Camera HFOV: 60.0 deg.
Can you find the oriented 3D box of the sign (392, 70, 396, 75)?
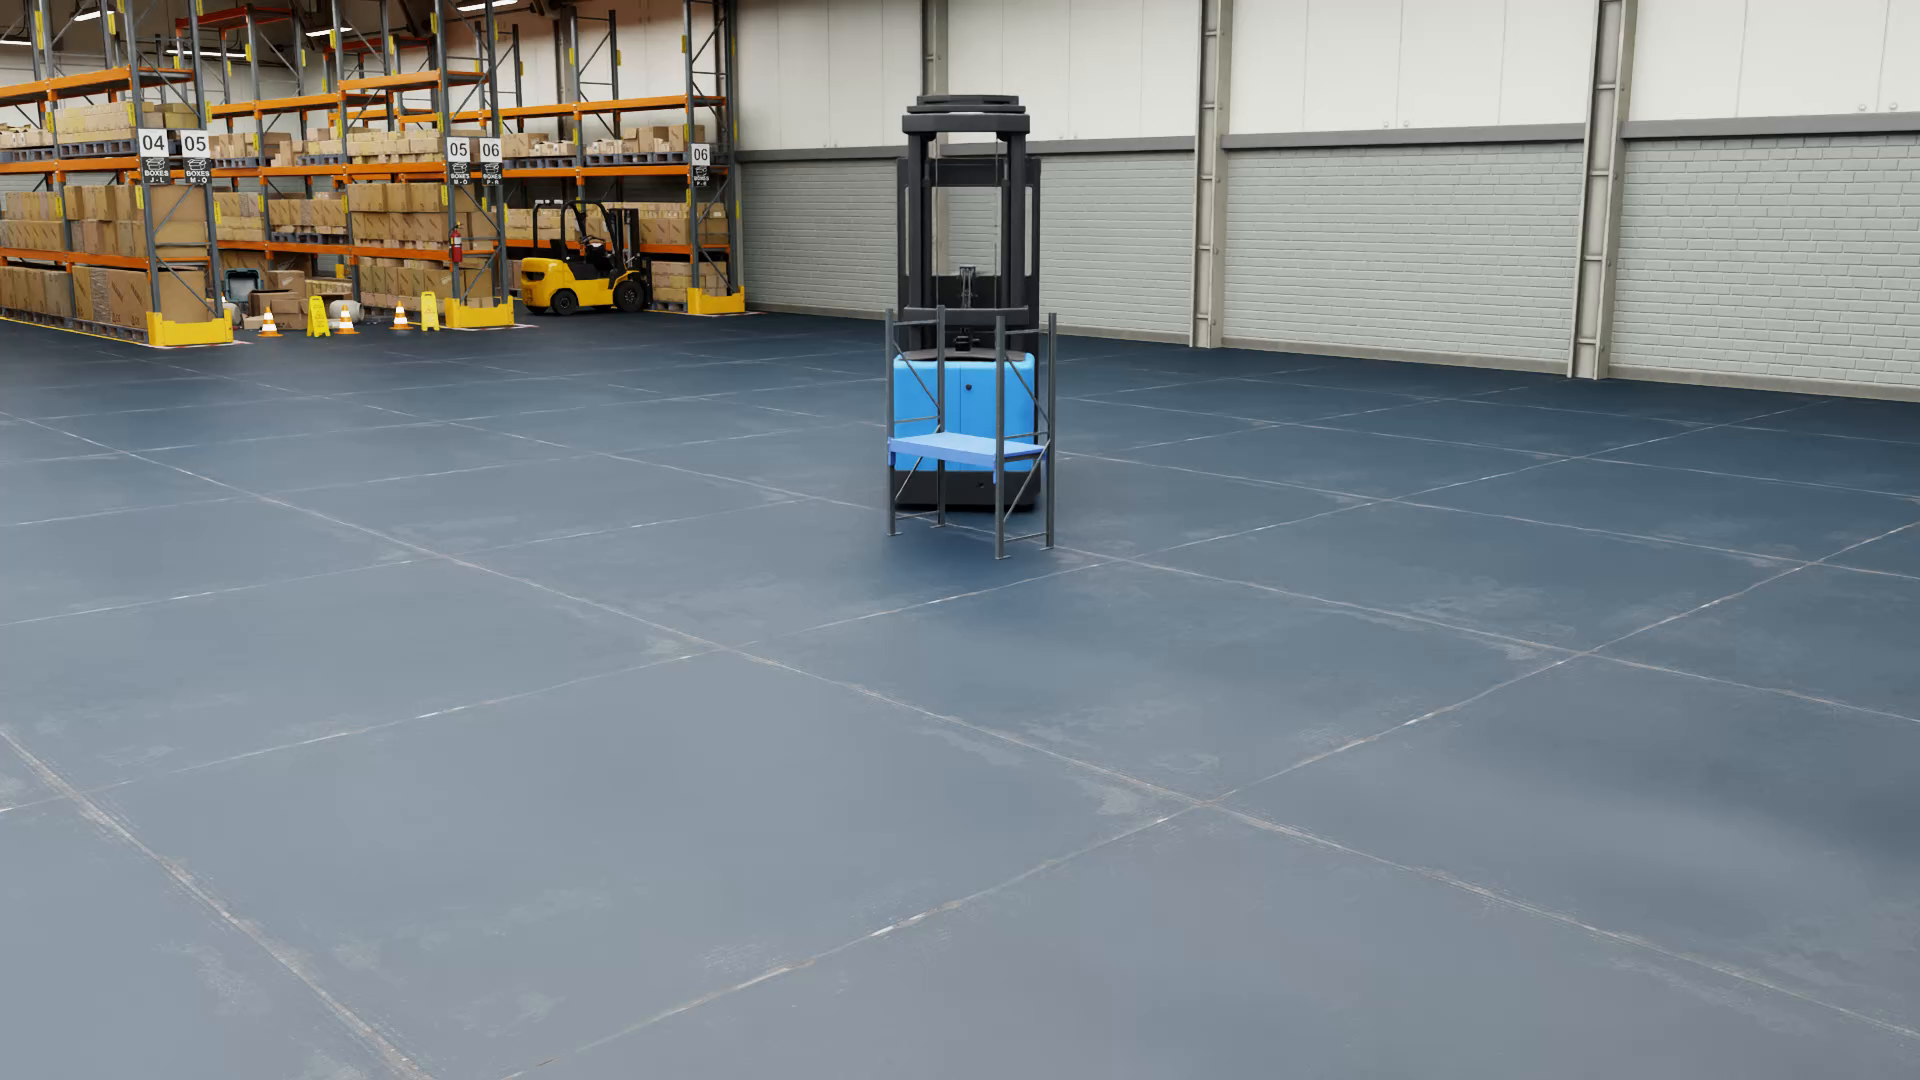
[{"bbox_3d":[-13.449,-11.015,39.566,0.100,0.325,0.005,-11,16,-43],"label":"sign"}]

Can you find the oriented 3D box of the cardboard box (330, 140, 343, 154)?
[{"bbox_3d":[-11.615,-7.460,31.587,0.500,0.250,0.500,-11,16,-44],"label":"cardboard box"}]

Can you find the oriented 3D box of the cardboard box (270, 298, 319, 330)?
[{"bbox_3d":[-11.389,-3.891,28.551,0.637,0.503,0.797,1,12,6],"label":"cardboard box"}]

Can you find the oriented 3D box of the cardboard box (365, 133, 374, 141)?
[{"bbox_3d":[-10.587,-7.324,30.237,0.380,0.149,0.250,-11,16,-43],"label":"cardboard box"}]

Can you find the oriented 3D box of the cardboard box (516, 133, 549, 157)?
[{"bbox_3d":[-9.255,-8.555,36.030,0.500,0.500,0.500,-10,16,-41],"label":"cardboard box"}]

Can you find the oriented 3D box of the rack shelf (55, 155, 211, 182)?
[{"bbox_3d":[-13.236,-5.914,26.534,1.077,0.370,4.000,-11,16,-43],"label":"rack shelf"}]

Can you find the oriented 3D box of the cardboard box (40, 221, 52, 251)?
[{"bbox_3d":[-15.520,-5.251,28.718,0.500,0.500,0.500,-11,16,-43],"label":"cardboard box"}]

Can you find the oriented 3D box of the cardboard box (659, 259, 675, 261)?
[{"bbox_3d":[-5.986,-5.570,33.811,0.500,0.250,0.500,-11,16,-44],"label":"cardboard box"}]

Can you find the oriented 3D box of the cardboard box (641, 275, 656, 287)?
[{"bbox_3d":[-6.030,-5.181,33.159,0.500,0.250,0.500,-11,16,-44],"label":"cardboard box"}]

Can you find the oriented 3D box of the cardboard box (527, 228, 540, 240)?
[{"bbox_3d":[-9.091,-6.674,36.242,0.500,0.250,0.500,-10,15,-41],"label":"cardboard box"}]

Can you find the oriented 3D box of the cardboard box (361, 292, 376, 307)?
[{"bbox_3d":[-10.895,-4.529,31.235,0.500,0.250,0.500,11,16,43],"label":"cardboard box"}]

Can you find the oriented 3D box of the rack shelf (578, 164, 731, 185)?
[{"bbox_3d":[-6.138,-7.311,33.314,1.077,0.370,4.000,-11,16,-43],"label":"rack shelf"}]

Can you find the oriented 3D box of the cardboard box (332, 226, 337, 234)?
[{"bbox_3d":[-11.831,-5.954,31.960,0.250,0.149,0.380,11,16,43],"label":"cardboard box"}]

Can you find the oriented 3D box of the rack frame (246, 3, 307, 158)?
[{"bbox_3d":[-13.869,-9.316,33.829,1.000,3.000,0.127,-11,16,-43],"label":"rack frame"}]

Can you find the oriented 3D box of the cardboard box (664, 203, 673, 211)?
[{"bbox_3d":[-5.550,-6.504,32.454,0.380,0.149,0.250,-10,16,-41],"label":"cardboard box"}]

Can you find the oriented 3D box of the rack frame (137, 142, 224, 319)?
[{"bbox_3d":[-11.855,-4.506,25.348,1.000,3.000,0.127,-11,16,-43],"label":"rack frame"}]

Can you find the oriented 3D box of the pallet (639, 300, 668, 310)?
[{"bbox_3d":[-6.154,-4.821,33.786,1.003,0.211,1.213,-11,16,-43],"label":"pallet"}]

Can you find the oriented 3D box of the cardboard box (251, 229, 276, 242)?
[{"bbox_3d":[-14.406,-6.342,34.632,0.500,0.250,0.500,11,16,43],"label":"cardboard box"}]

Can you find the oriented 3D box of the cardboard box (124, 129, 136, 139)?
[{"bbox_3d":[-12.330,-6.108,25.024,0.380,0.149,0.250,-11,16,-43],"label":"cardboard box"}]

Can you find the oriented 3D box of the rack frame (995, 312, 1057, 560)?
[{"bbox_3d":[0.410,-0.648,10.340,0.500,1.500,0.032,-11,16,-43],"label":"rack frame"}]

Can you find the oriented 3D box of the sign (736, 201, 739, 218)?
[{"bbox_3d":[-4.352,-6.442,32.403,0.100,0.325,0.005,-11,16,-43],"label":"sign"}]

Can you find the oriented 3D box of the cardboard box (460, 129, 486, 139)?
[{"bbox_3d":[-8.443,-7.027,28.799,0.380,0.149,0.250,-11,16,-43],"label":"cardboard box"}]

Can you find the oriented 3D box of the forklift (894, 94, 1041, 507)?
[{"bbox_3d":[0.079,-1.921,12.971,1.130,2.935,3.031,1,12,3],"label":"forklift"}]

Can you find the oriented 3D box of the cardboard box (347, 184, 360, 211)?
[{"bbox_3d":[-10.960,-6.384,31.002,0.700,0.500,0.500,-11,16,-43],"label":"cardboard box"}]

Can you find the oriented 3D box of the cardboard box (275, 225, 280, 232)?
[{"bbox_3d":[-13.779,-6.387,34.061,0.250,0.149,0.380,11,16,42],"label":"cardboard box"}]

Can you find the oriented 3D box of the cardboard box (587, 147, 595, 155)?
[{"bbox_3d":[-7.429,-7.979,34.108,0.380,0.149,0.250,-10,16,-41],"label":"cardboard box"}]

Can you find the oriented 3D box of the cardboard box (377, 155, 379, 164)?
[{"bbox_3d":[-10.357,-6.911,30.212,0.250,0.149,0.380,11,16,43],"label":"cardboard box"}]

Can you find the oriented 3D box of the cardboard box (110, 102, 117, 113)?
[{"bbox_3d":[-12.681,-6.573,25.306,0.380,0.149,0.250,-11,16,-42],"label":"cardboard box"}]

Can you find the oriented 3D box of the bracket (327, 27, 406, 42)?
[{"bbox_3d":[-15.196,-12.969,42.641,0.076,0.066,4.783,-11,16,-43],"label":"bracket"}]

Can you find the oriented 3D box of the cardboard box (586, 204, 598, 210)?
[{"bbox_3d":[-7.514,-6.911,34.429,0.380,0.149,0.250,-10,16,-41],"label":"cardboard box"}]

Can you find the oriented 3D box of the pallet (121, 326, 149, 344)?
[{"bbox_3d":[-12.464,-3.246,26.143,1.003,0.211,1.213,-11,16,-43],"label":"pallet"}]

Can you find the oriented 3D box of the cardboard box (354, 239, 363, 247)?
[{"bbox_3d":[-11.122,-5.580,31.186,0.380,0.149,0.250,-11,16,-43],"label":"cardboard box"}]

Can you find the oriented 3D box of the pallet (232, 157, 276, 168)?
[{"bbox_3d":[-14.352,-7.841,34.571,1.213,0.211,1.003,-10,15,-40],"label":"pallet"}]

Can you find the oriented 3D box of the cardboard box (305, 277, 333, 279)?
[{"bbox_3d":[-13.486,-5.213,34.250,0.625,0.372,0.950,10,16,41],"label":"cardboard box"}]

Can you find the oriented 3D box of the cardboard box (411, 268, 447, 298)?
[{"bbox_3d":[-9.449,-4.593,29.685,0.500,0.500,0.500,-10,15,-40],"label":"cardboard box"}]

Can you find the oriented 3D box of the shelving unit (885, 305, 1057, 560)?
[{"bbox_3d":[0.059,-0.722,10.700,0.538,1.500,1.048,-11,16,-43],"label":"shelving unit"}]

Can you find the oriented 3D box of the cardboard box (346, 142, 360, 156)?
[{"bbox_3d":[-11.001,-7.233,30.786,0.500,0.250,0.500,-11,16,-44],"label":"cardboard box"}]

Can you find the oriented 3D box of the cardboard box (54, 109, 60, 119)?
[{"bbox_3d":[-14.612,-6.980,27.283,0.380,0.149,0.250,-11,16,-42],"label":"cardboard box"}]

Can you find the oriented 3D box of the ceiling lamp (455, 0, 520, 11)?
[{"bbox_3d":[-9.014,-11.957,32.182,0.800,3.185,2.000,-11,16,-43],"label":"ceiling lamp"}]

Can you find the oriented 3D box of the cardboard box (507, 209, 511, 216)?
[{"bbox_3d":[-9.894,-7.276,36.941,0.380,0.149,0.250,-10,16,-41],"label":"cardboard box"}]

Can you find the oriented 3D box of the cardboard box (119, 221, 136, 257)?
[{"bbox_3d":[-12.540,-4.704,25.940,0.875,0.550,0.550,-11,16,-43],"label":"cardboard box"}]

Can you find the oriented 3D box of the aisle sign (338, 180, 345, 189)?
[{"bbox_3d":[-16.066,-9.480,43.049,0.394,0.787,0.004,-11,16,-43],"label":"aisle sign"}]

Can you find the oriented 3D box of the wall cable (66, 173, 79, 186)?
[{"bbox_3d":[-23.305,-8.878,43.974,0.585,1.953,0.123,-11,16,-43],"label":"wall cable"}]

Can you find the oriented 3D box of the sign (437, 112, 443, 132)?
[{"bbox_3d":[-8.760,-7.039,28.014,0.100,0.325,0.005,-11,16,-43],"label":"sign"}]

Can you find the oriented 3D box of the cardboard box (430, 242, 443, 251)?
[{"bbox_3d":[-9.013,-5.134,29.017,0.380,0.149,0.250,-11,16,-43],"label":"cardboard box"}]

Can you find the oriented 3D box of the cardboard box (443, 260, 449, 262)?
[{"bbox_3d":[-12.042,-6.682,39.456,0.380,0.149,0.250,-10,15,-41],"label":"cardboard box"}]

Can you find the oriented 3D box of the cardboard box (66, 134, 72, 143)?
[{"bbox_3d":[-14.260,-6.516,27.004,0.380,0.149,0.250,-11,16,-43],"label":"cardboard box"}]

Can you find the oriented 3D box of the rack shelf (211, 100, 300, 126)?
[{"bbox_3d":[-15.251,-9.060,35.359,1.077,0.370,4.000,-11,16,-43],"label":"rack shelf"}]

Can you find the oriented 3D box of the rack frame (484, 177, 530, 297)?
[{"bbox_3d":[-10.282,-7.070,37.794,1.000,3.000,0.127,-11,16,-43],"label":"rack frame"}]

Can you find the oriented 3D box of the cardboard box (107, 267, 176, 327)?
[{"bbox_3d":[-12.980,-3.889,26.577,0.875,0.875,0.875,-11,16,-43],"label":"cardboard box"}]

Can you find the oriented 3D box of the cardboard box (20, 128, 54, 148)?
[{"bbox_3d":[-15.987,-6.995,28.928,0.500,0.311,0.500,11,16,43],"label":"cardboard box"}]

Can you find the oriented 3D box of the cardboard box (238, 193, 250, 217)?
[{"bbox_3d":[-14.776,-7.029,34.871,0.500,0.500,0.500,-11,16,-42],"label":"cardboard box"}]

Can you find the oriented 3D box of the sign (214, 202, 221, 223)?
[{"bbox_3d":[-11.450,-5.045,25.624,0.100,0.325,0.005,-11,16,-43],"label":"sign"}]
